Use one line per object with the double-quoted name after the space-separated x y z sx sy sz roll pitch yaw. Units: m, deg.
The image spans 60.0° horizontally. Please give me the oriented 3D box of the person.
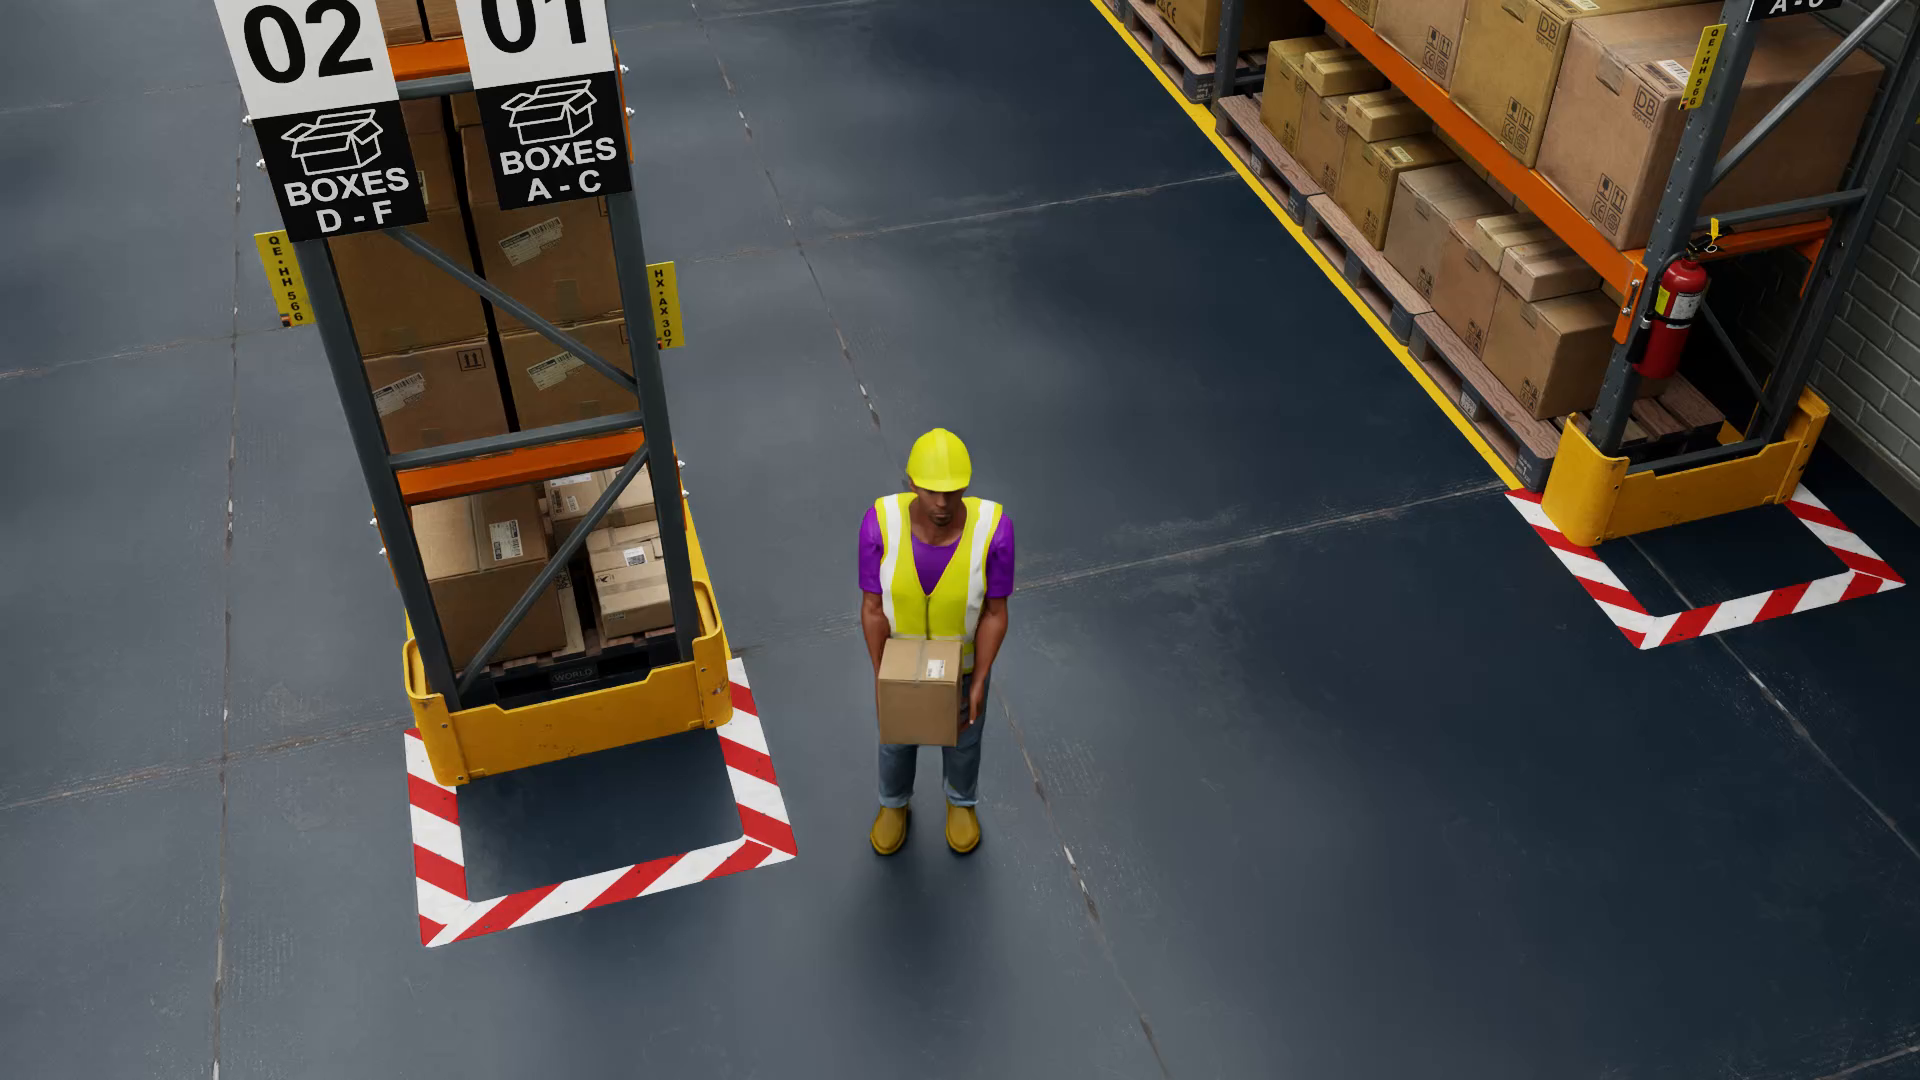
-0.083 0.443 5.651 0.516 1.766 0.571 2 42 2 "person"
